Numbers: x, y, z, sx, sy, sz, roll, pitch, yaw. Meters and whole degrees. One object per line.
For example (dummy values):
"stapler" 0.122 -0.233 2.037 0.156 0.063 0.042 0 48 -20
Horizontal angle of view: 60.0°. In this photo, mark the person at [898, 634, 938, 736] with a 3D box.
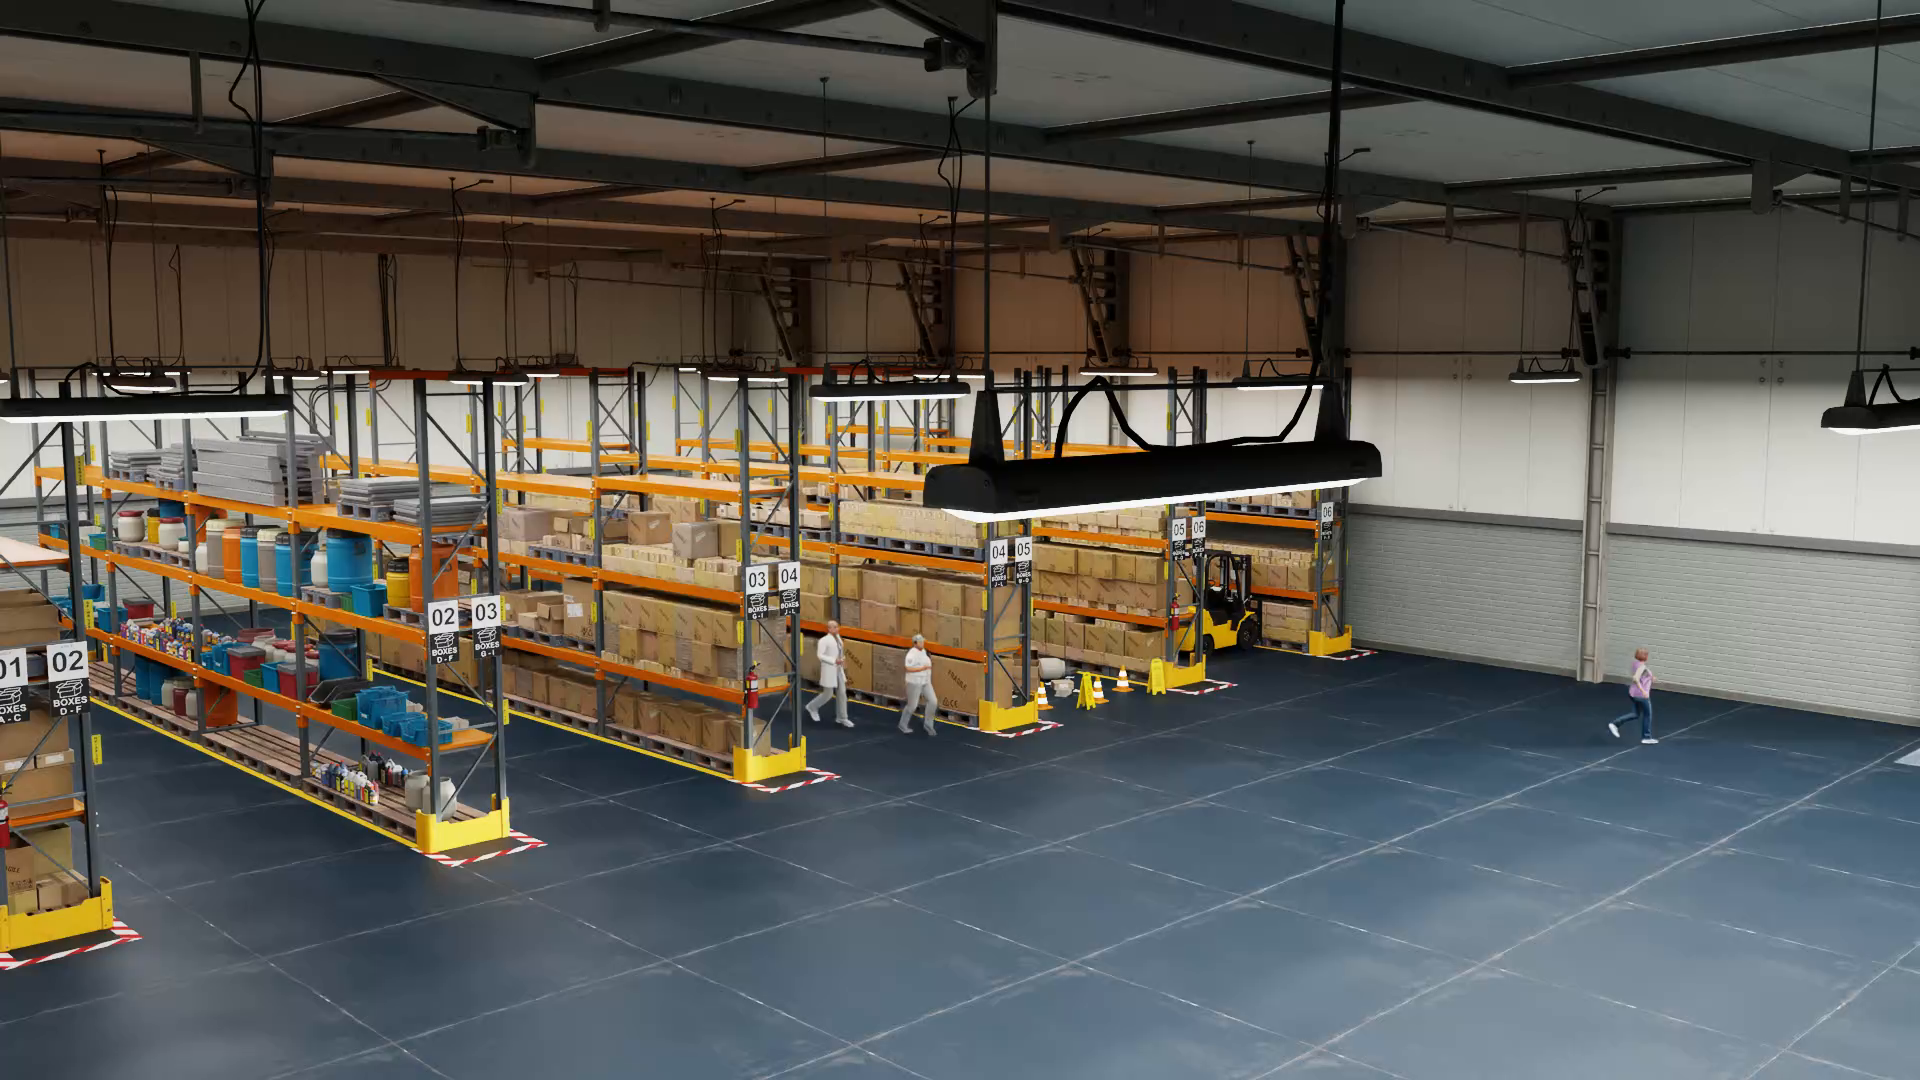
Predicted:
"person" -0.694 2.411 27.497 0.673 1.731 0.600 5 8 37

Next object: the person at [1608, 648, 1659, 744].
"person" 10.905 2.513 26.812 0.804 1.575 0.538 0 6 0

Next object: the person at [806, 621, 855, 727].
"person" -2.201 2.256 28.306 0.934 1.799 0.734 4 8 33
